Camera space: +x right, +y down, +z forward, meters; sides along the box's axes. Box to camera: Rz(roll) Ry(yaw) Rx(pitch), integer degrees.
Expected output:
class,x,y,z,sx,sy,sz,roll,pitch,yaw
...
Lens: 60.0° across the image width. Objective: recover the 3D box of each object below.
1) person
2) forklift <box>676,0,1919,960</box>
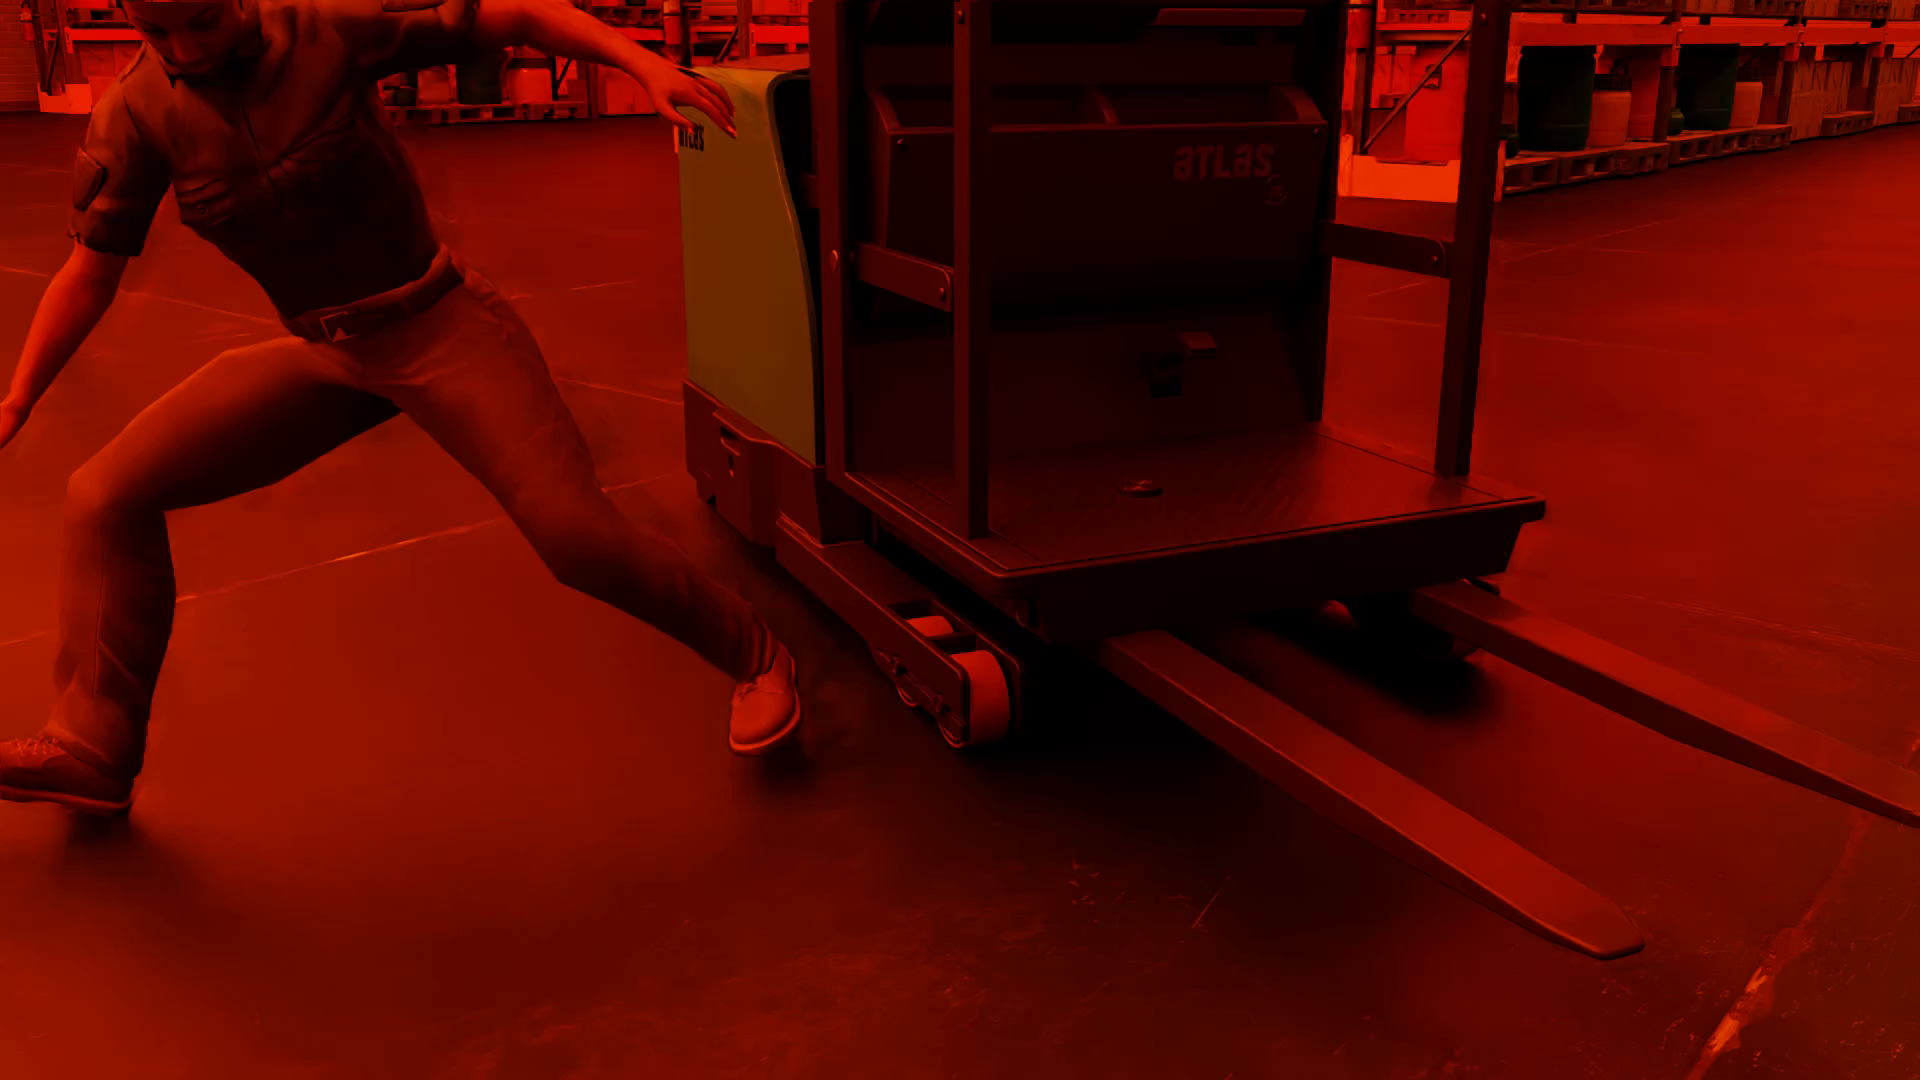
class,x,y,z,sx,sy,sz,roll,pitch,yaw
person,-0.873,-0.246,2.475,1.189,1.350,0.715,3,17,10
forklift,0.360,-1.194,2.830,1.130,2.935,3.031,-7,18,-23
